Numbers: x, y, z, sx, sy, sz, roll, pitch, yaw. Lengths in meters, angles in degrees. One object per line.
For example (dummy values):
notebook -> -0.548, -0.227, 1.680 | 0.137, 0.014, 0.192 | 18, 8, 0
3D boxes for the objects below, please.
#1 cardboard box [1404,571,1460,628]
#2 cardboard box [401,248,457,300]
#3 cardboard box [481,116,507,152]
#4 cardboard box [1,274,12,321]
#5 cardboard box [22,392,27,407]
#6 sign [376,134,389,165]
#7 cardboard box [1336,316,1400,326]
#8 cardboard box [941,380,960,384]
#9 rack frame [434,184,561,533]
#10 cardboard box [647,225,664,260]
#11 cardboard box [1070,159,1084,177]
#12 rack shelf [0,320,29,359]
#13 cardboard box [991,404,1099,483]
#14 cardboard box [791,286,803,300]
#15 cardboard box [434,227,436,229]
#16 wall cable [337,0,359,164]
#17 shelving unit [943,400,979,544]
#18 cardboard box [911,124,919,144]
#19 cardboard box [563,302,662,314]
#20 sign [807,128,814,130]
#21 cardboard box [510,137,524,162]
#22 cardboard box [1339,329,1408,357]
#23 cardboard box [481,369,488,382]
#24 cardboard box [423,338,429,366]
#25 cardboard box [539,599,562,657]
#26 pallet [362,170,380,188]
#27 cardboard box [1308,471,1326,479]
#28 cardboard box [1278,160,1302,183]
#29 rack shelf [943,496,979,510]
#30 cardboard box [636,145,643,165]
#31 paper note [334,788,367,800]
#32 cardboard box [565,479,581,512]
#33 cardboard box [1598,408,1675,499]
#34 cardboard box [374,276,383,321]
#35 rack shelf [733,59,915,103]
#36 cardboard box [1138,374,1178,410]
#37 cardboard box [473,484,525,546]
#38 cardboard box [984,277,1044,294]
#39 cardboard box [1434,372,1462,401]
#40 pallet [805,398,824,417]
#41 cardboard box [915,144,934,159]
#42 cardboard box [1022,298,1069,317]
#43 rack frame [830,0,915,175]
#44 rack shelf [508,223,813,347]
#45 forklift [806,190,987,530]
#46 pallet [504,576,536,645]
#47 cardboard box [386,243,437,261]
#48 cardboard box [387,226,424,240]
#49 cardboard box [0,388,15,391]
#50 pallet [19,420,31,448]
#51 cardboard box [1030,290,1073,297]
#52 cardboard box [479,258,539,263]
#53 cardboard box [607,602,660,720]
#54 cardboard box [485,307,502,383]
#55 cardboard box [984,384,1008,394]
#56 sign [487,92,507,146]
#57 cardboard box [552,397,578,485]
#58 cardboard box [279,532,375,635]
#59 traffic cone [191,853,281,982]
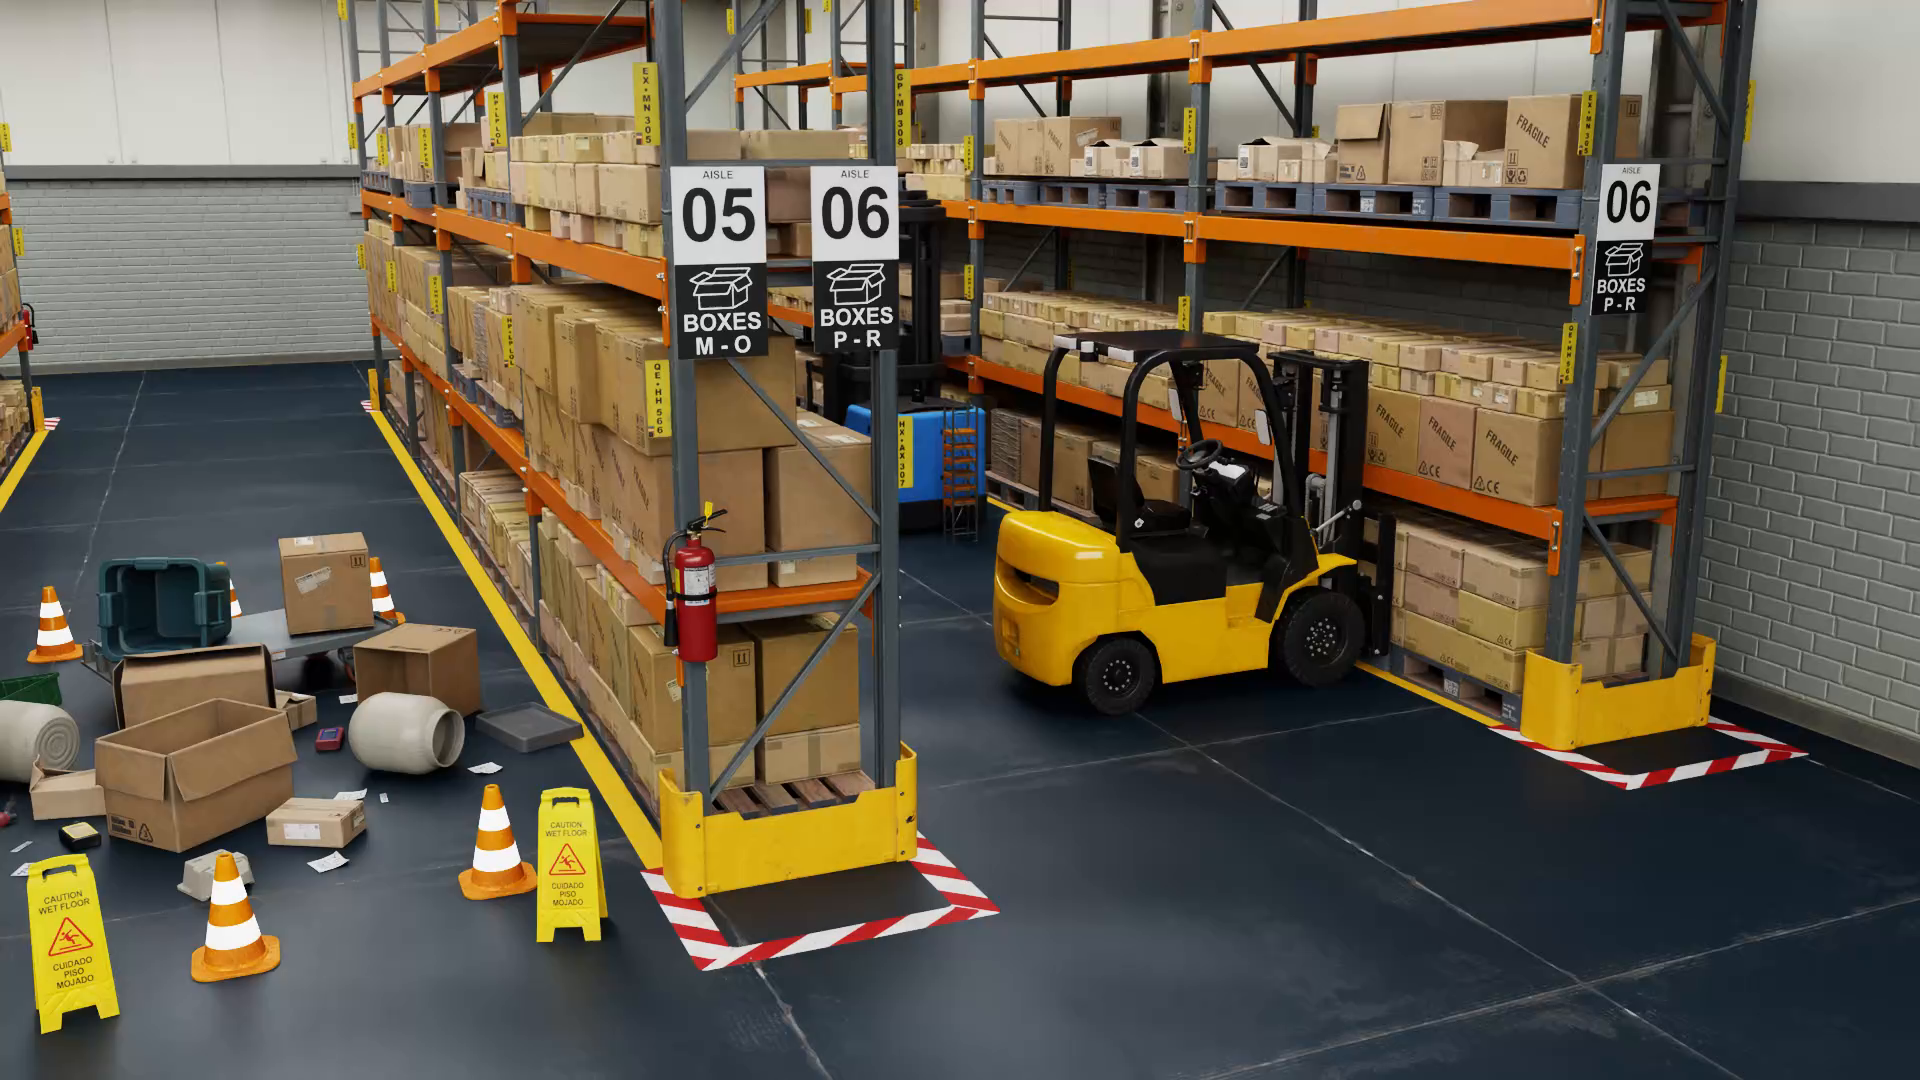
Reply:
cardboard box -> 3.117, 0.341, 10.304 | 0.500, 0.250, 0.500 | -6, 14, -24
cardboard box -> -5.422, -2.720, 17.032 | 0.500, 0.500, 0.500 | -6, 14, -23
cardboard box -> -3.137, -2.905, 11.908 | 0.500, 0.250, 0.500 | -5, 14, -22
cardboard box -> -10.832, -2.676, 18.397 | 0.500, 0.500, 0.500 | -6, 14, -23
cardboard box -> -11.188, -1.640, 19.534 | 0.380, 0.149, 0.250 | -6, 14, -24
sign -> -6.072, -4.105, 17.481 | 0.100, 0.325, 0.005 | -6, 14, -23
cardboard box -> 2.930, -1.516, 11.949 | 0.380, 0.149, 0.250 | -6, 14, -24
cardboard box -> -0.212, -1.631, 17.938 | 0.380, 0.149, 0.250 | -6, 14, -24
rack frame -> -3.962, -1.578, 14.534 | 1.000, 3.000, 0.127 | -6, 14, -23
cardboard box -> -1.156, -1.312, 7.292 | 0.380, 0.149, 0.250 | -6, 14, -23
cardboard box -> 1.160, -3.152, 14.087 | 0.380, 0.149, 0.250 | -6, 14, -24
rack shelf -> -10.860, -1.999, 17.949 | 1.077, 0.370, 4.000 | -6, 14, -23
cardboard box -> 0.822, -0.944, 16.133 | 0.875, 0.625, 0.625 | -5, 14, -21
cardboard box -> -1.847, -3.215, 21.280 | 0.500, 0.250, 0.500 | -6, 14, -23
cardboard box -> -5.711, -3.445, 18.725 | 0.380, 0.149, 0.250 | -6, 14, -24
wall cable -> -9.703, -7.303, 25.967 | 0.463, 3.000, 0.029 | -6, 14, -23
shelving unit -> 0.006, -0.582, 14.222 | 0.258, 1.200, 0.189 | -6, 14, -23
cardboard box -> -0.696, -4.684, 19.127 | 0.396, 0.266, 0.258 | -6, 14, -23
cardboard box -> -1.729, -1.008, 8.975 | 0.700, 0.500, 0.500 | -6, 14, -23
sign -> -2.103, -5.618, 23.376 | 0.100, 0.325, 0.005 | -6, 14, -23
cardboard box -> -2.532, -2.384, 10.155 | 0.380, 0.149, 0.250 | -6, 14, -24
cardboard box -> 2.748, -1.308, 11.051 | 0.380, 0.149, 0.250 | -6, 14, -23
cardboard box -> -3.593, -1.352, 13.186 | 0.380, 0.149, 0.250 | -5, 14, -20
cardboard box -> -4.808, -1.795, 15.807 | 0.500, 0.250, 0.500 | -6, 14, -24
cardboard box -> -2.370, 0.530, 10.594 | 0.500, 0.250, 0.500 | -6, 14, -26
pallet -> -6.859, -4.496, 20.689 | 1.003, 0.211, 1.213 | -6, 14, -23
cardboard box -> 2.778, -0.365, 12.244 | 0.500, 0.250, 0.500 | -6, 14, -24
cardboard box -> 2.397, -2.514, 11.330 | 0.380, 0.149, 0.250 | -5, 14, -21
rack shelf -> 0.006, -0.304, 14.286 | 0.258, 0.103, 0.180 | -6, 14, -23
cardboard box -> -1.231, -1.752, 7.425 | 0.380, 0.149, 0.250 | -5, 14, -22
paper note -> -3.162, 1.323, 8.613 | 0.148, 0.019, 0.142 | -1, 13, -4
cardboard box -> -2.023, -0.270, 9.440 | 0.380, 0.149, 0.250 | -6, 14, -23
cardboard box -> 3.846, -0.550, 9.872 | 0.500, 0.500, 0.500 | -5, 14, -21
cardboard box -> -6.821, -2.945, 20.222 | 0.500, 0.500, 0.500 | -6, 14, -23
rack shelf -> -1.818, -5.837, 21.236 | 1.077, 0.370, 4.000 | -6, 14, -23
cardboard box -> 1.746, -1.208, 13.268 | 0.500, 0.250, 0.500 | -5, 14, -22
cardboard box -> -3.441, -0.233, 13.619 | 0.950, 0.372, 0.625 | -6, 14, -24
cardboard box -> 0.522, -2.401, 16.936 | 0.500, 0.500, 0.500 | -5, 14, -20
cardboard box -> 3.128, -0.946, 10.147 | 0.380, 0.149, 0.250 | -6, 14, -23
pallet -> -1.291, -1.636, 20.973 | 1.003, 0.211, 1.213 | -6, 14, -23
cardboard box -> -0.240, -4.015, 17.200 | 0.380, 0.149, 0.250 | -6, 14, -24
cardboard box -> 0.794, -2.140, 15.305 | 0.380, 0.149, 0.250 | -5, 14, -22
rack frame -> -1.017, -5.776, 19.369 | 1.000, 3.000, 0.127 | -6, 14, -23
rack shelf -> -1.558, -1.449, 8.921 | 1.077, 0.370, 4.000 | -6, 14, -23
forklift -> -0.854, -1.784, 15.577 | 1.130, 2.935, 3.031 | -6, 14, -25
pallet -> -2.672, 0.447, 11.972 | 1.003, 0.211, 1.213 | -6, 14, -23
cardboard box -> -6.006, -3.012, 18.294 | 0.500, 0.500, 0.500 | -6, 14, -23
cardboard box -> -6.327, -3.507, 18.991 | 0.380, 0.149, 0.250 | -6, 14, -23
cardboard box -> -10.903, -1.623, 18.802 | 0.380, 0.149, 0.250 | -6, 14, -25
pallet -> -11.338, -1.217, 19.161 | 1.003, 0.211, 1.213 | -6, 14, -23
cardboard box -> 0.901, -2.343, 16.179 | 0.380, 0.149, 0.250 | -5, 14, -21
cardboard box -> -4.143, -2.339, 15.385 | 0.500, 0.500, 0.500 | -6, 14, -23
cardboard box -> -1.529, 0.595, 8.649 | 0.500, 0.500, 0.500 | -5, 14, -21
cardboard box -> -3.156, -1.434, 12.099 | 0.500, 0.500, 0.500 | -5, 14, -21
cardboard box -> 0.407, -1.567, 17.661 | 0.380, 0.149, 0.250 | -5, 14, -22
sign -> -2.866, -2.606, 10.303 | 0.100, 0.325, 0.005 | -6, 14, -23
cardboard box -> -2.027, -0.622, 9.525 | 0.500, 0.500, 0.500 | -6, 14, -23
cardboard box -> -3.978, 0.265, 10.438 | 0.500, 0.500, 0.500 | -6, 14, -23
traffic cone -> -2.992, 1.509, 6.822 | 0.336, 0.463, 0.334 | -6, 14, -23
